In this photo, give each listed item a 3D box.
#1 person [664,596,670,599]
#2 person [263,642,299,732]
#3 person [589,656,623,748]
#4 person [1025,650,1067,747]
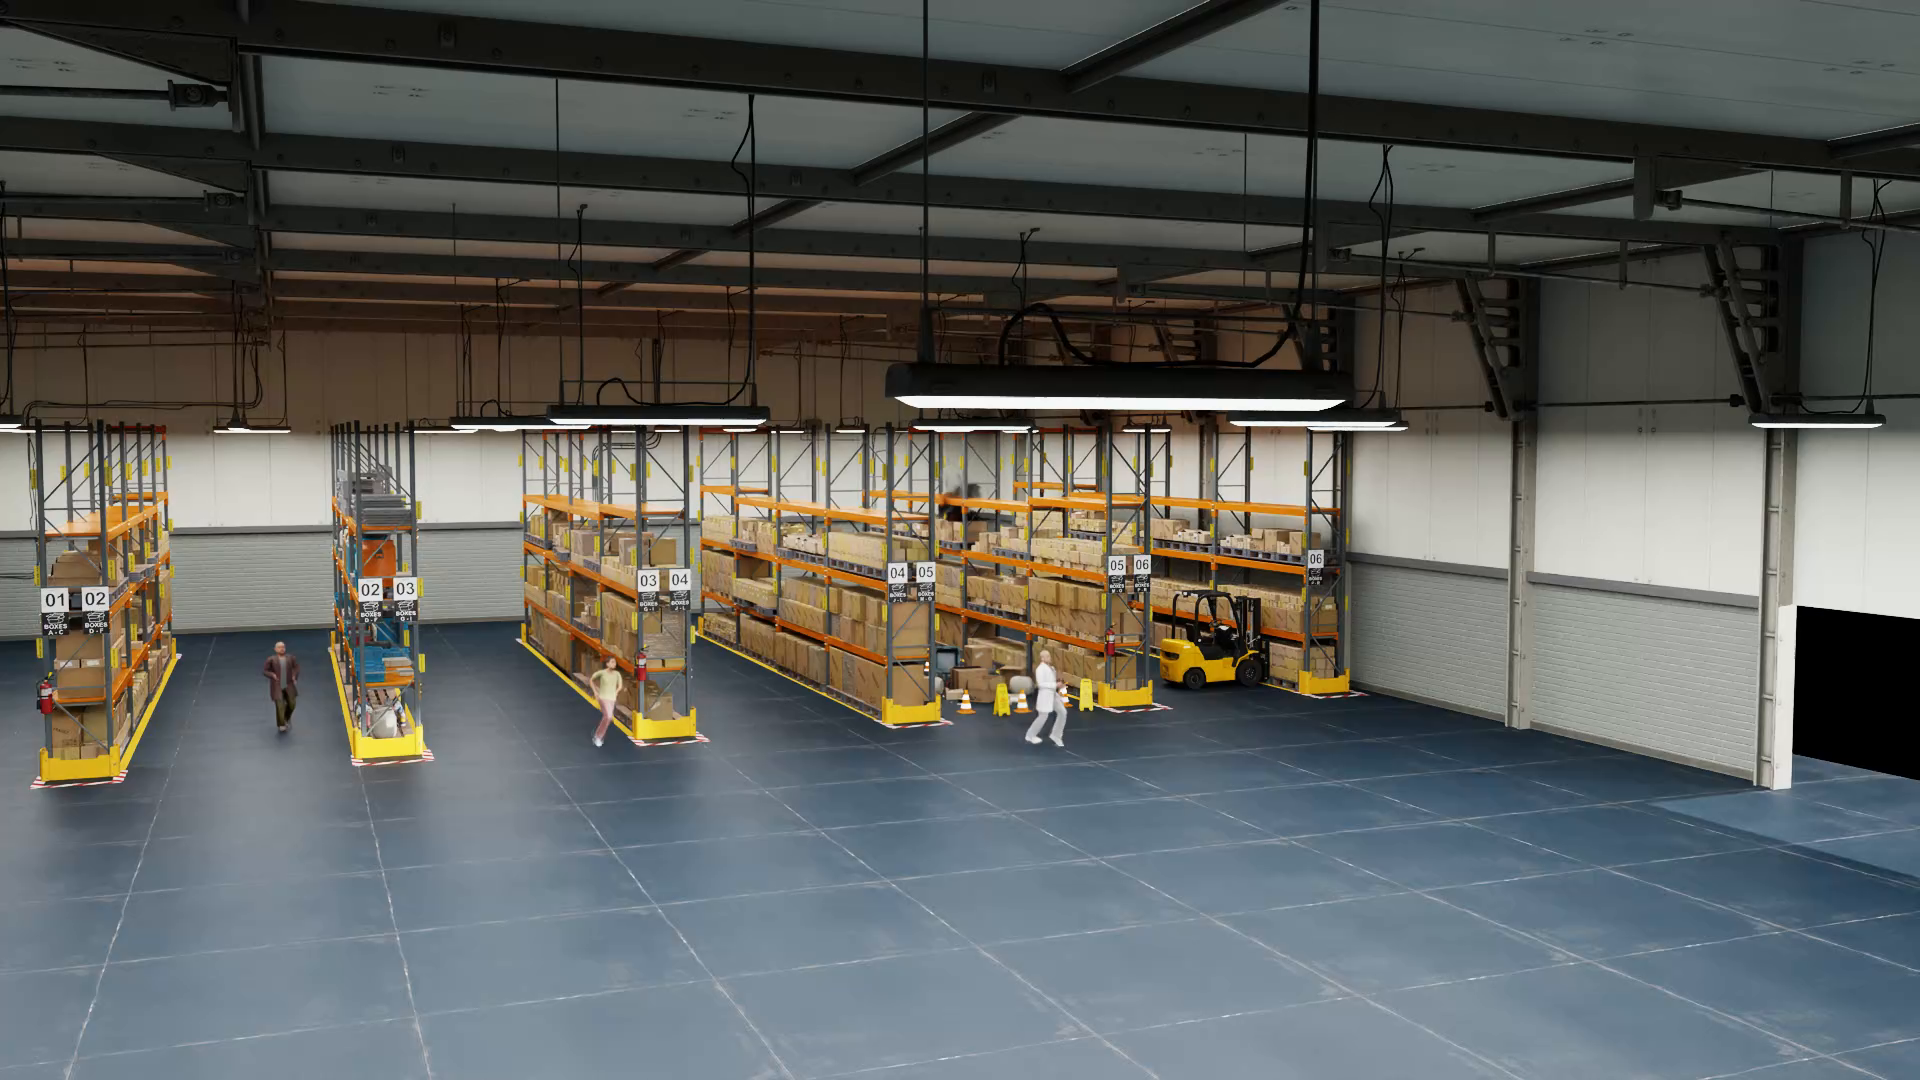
[{"bbox_3d":[-8.448,1.934,46.914,0.729,1.729,0.570,0,4,0],"label":"person"},{"bbox_3d":[-13.055,2.838,32.083,0.698,1.733,0.634,-2,4,-34],"label":"person"},{"bbox_3d":[-6.535,2.977,30.812,0.608,1.656,0.590,4,5,45],"label":"person"},{"bbox_3d":[1.606,2.940,30.746,0.827,1.820,0.723,2,4,31],"label":"person"}]
